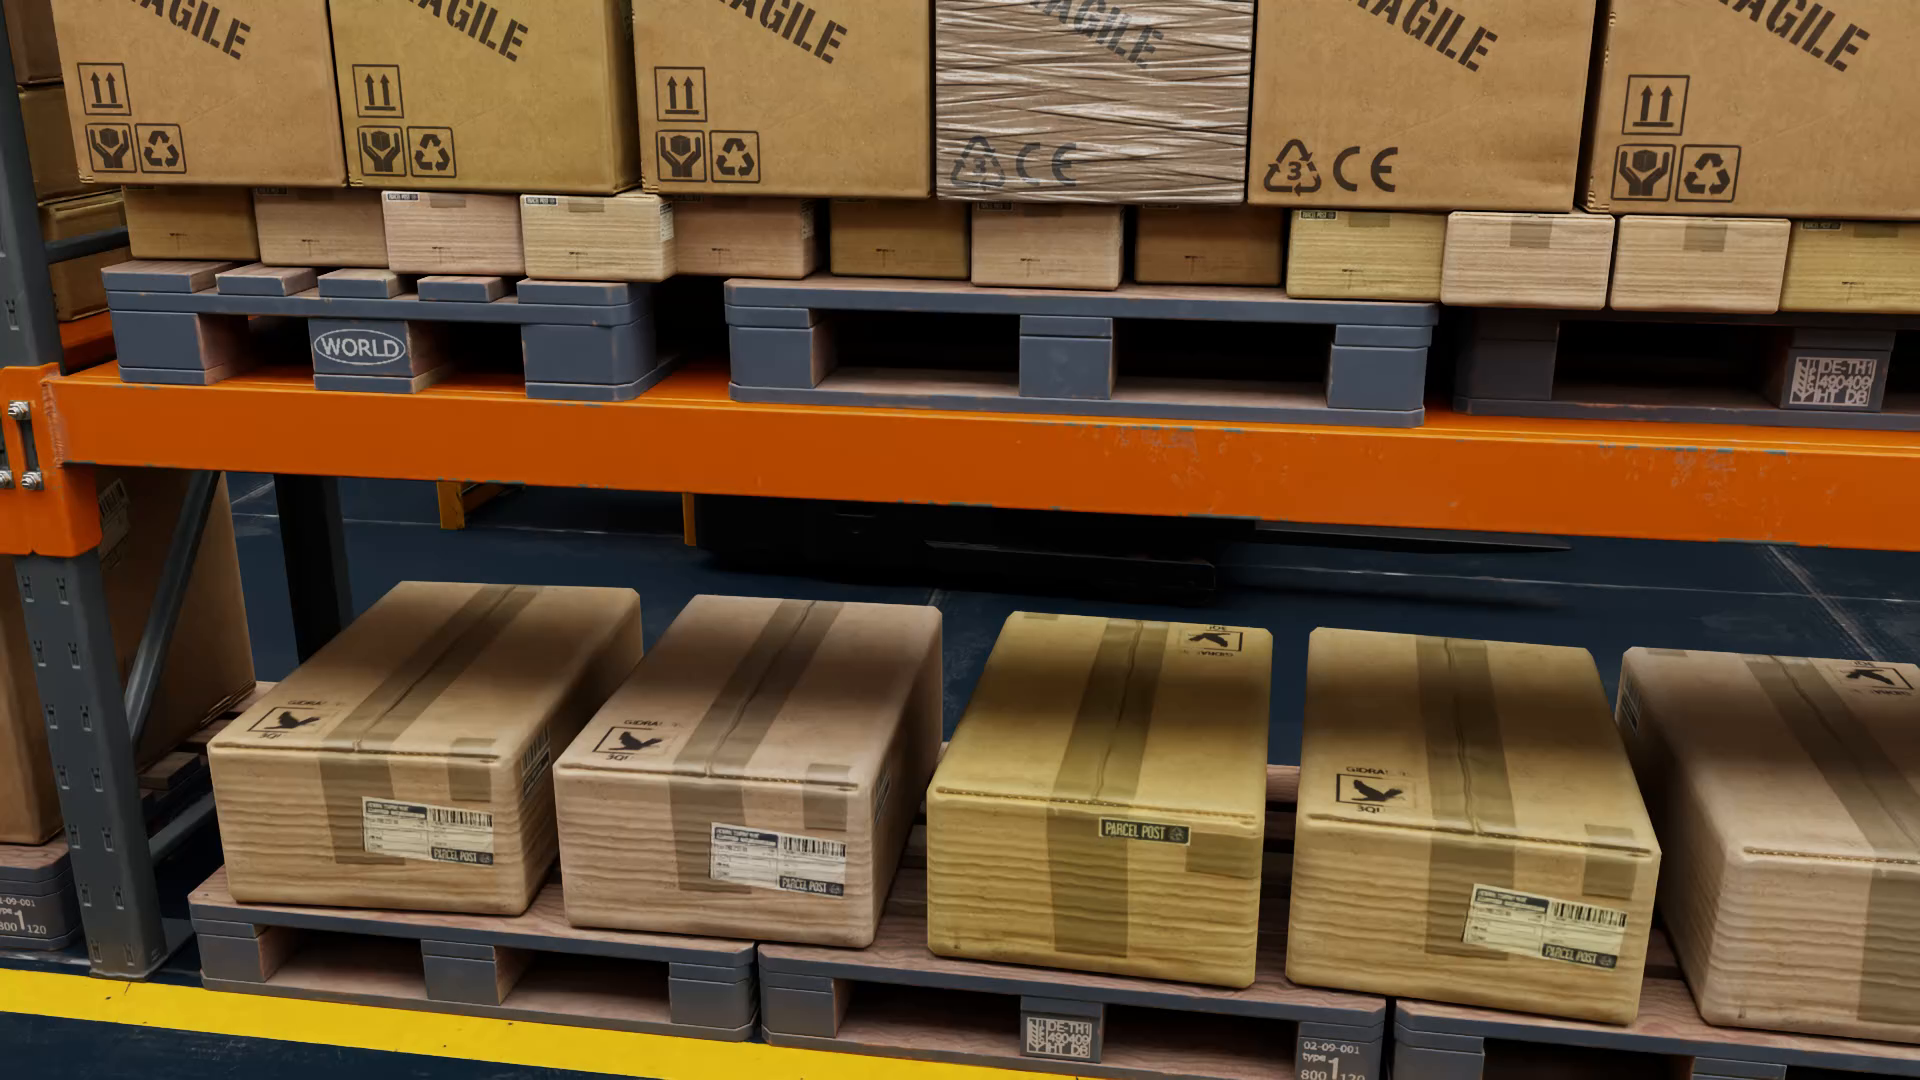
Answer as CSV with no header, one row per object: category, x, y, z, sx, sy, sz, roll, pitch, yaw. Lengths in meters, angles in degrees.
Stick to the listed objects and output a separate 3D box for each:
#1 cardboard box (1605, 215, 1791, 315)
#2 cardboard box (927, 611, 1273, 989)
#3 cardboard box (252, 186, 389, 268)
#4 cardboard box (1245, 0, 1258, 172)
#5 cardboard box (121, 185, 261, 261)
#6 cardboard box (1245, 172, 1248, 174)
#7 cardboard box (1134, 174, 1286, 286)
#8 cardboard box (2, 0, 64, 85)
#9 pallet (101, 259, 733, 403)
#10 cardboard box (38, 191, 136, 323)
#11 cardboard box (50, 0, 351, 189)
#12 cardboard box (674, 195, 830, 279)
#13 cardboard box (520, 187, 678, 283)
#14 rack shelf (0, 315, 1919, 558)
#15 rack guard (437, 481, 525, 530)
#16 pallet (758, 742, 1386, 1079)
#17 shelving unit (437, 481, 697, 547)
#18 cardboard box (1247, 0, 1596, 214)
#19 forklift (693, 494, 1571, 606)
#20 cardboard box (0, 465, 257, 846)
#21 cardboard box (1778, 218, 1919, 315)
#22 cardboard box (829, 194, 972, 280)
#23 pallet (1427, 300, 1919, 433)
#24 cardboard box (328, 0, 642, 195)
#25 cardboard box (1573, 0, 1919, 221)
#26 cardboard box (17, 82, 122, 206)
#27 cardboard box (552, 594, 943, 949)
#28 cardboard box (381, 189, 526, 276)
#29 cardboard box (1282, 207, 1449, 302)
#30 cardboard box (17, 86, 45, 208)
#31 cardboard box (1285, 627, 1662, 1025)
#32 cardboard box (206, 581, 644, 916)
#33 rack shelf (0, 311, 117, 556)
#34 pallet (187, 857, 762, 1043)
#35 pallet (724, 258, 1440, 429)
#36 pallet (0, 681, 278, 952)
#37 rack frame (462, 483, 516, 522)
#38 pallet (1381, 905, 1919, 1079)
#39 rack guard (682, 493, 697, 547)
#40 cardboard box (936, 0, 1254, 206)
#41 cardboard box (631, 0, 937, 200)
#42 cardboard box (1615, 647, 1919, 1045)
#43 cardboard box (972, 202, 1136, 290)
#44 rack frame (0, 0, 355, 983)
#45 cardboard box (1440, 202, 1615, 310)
cardboard box,1.178,-0.485,2.761,0.250,0.149,0.380,3,19,8
cardboard box,0.332,0.506,3.542,0.625,0.372,0.950,4,19,10
cardboard box,-1.137,-0.627,3.185,0.250,0.149,0.380,2,19,5
cardboard box,0.340,-1.023,3.346,0.500,0.500,0.500,2,19,6
cardboard box,-1.411,-0.652,3.259,0.250,0.149,0.380,2,19,5
cardboard box,0.469,-0.727,3.481,0.250,0.149,0.380,4,19,11
cardboard box,0.447,-0.566,3.002,0.250,0.149,0.380,2,19,7
cardboard box,-2.150,-1.270,3.637,0.500,0.500,0.500,2,19,7
pallet,-0.982,-0.553,3.532,1.003,0.211,1.213,3,19,9
cardboard box,-2.145,-0.679,3.842,0.500,0.250,0.500,3,19,8
cardboard box,-1.295,-0.939,3.095,0.500,0.500,0.500,2,19,7
cardboard box,-0.355,-0.591,3.077,0.250,0.149,0.380,4,19,12
cardboard box,-0.606,-0.579,3.040,0.250,0.149,0.380,3,19,9
rack shelf,0.272,-0.205,3.322,4.000,0.370,1.077,3,19,9
rack guard,-1.913,-0.249,6.655,0.087,0.250,0.587,4,19,11
pallet,0.270,0.778,3.647,1.213,0.211,1.003,3,19,9
shelving unit,-1.426,-0.810,6.360,1.083,1.500,0.587,4,19,11
cardboard box,0.756,-0.837,2.789,0.500,0.500,0.500,4,19,11
forklift,0.612,-1.350,5.719,3.031,2.935,1.130,4,19,11
cardboard box,-2.371,0.101,3.961,0.875,0.875,0.875,3,19,8
cardboard box,1.438,-0.484,2.756,0.250,0.149,0.380,2,19,7
cardboard box,-0.070,-0.589,3.071,0.250,0.149,0.380,4,19,11
pallet,1.516,-0.439,3.189,1.213,0.211,1.003,3,19,9
cardboard box,-0.779,-0.915,3.023,0.500,0.500,0.500,4,19,11
cardboard box,1.265,-0.809,2.705,0.500,0.500,0.500,3,19,9
cardboard box,-2.163,-0.916,3.761,0.500,0.250,0.500,3,19,8
cardboard box,-0.416,0.466,3.661,0.625,0.372,0.950,3,19,8
cardboard box,-0.874,-0.599,3.101,0.250,0.149,0.380,2,19,5
cardboard box,0.690,-0.521,2.866,0.250,0.149,0.380,3,19,9
cardboard box,-2.221,-0.758,3.288,0.500,0.250,0.500,3,19,8
cardboard box,1.019,0.541,3.439,0.625,0.372,0.950,4,19,12
cardboard box,-1.146,0.432,3.765,0.625,0.372,0.950,2,19,5
rack shelf,-3.677,-0.406,3.924,4.000,0.370,1.077,3,19,9
pallet,-0.931,0.715,3.832,1.213,0.211,1.003,3,19,9
pallet,0.259,-0.469,3.280,1.213,0.211,1.003,3,19,9
pallet,-2.469,0.612,4.140,1.213,0.211,1.003,3,19,9
rack frame,-1.914,-0.842,6.456,0.032,1.500,0.500,4,19,11
pallet,1.478,0.838,3.465,1.213,0.211,1.003,3,19,9
rack guard,-0.938,-0.185,6.463,0.087,0.250,0.587,4,19,11
cardboard box,0.239,-0.863,2.867,0.500,0.500,0.500,2,19,7
cardboard box,-0.254,-0.891,2.949,0.500,0.500,0.500,3,19,10
cardboard box,1.729,0.576,3.334,0.625,0.372,0.950,3,19,9
cardboard box,0.177,-0.556,2.971,0.250,0.149,0.380,4,19,10
rack frame,-1.702,-0.647,3.509,0.127,3.000,1.000,3,19,9
cardboard box,0.925,-0.497,2.796,0.250,0.149,0.380,3,19,9
